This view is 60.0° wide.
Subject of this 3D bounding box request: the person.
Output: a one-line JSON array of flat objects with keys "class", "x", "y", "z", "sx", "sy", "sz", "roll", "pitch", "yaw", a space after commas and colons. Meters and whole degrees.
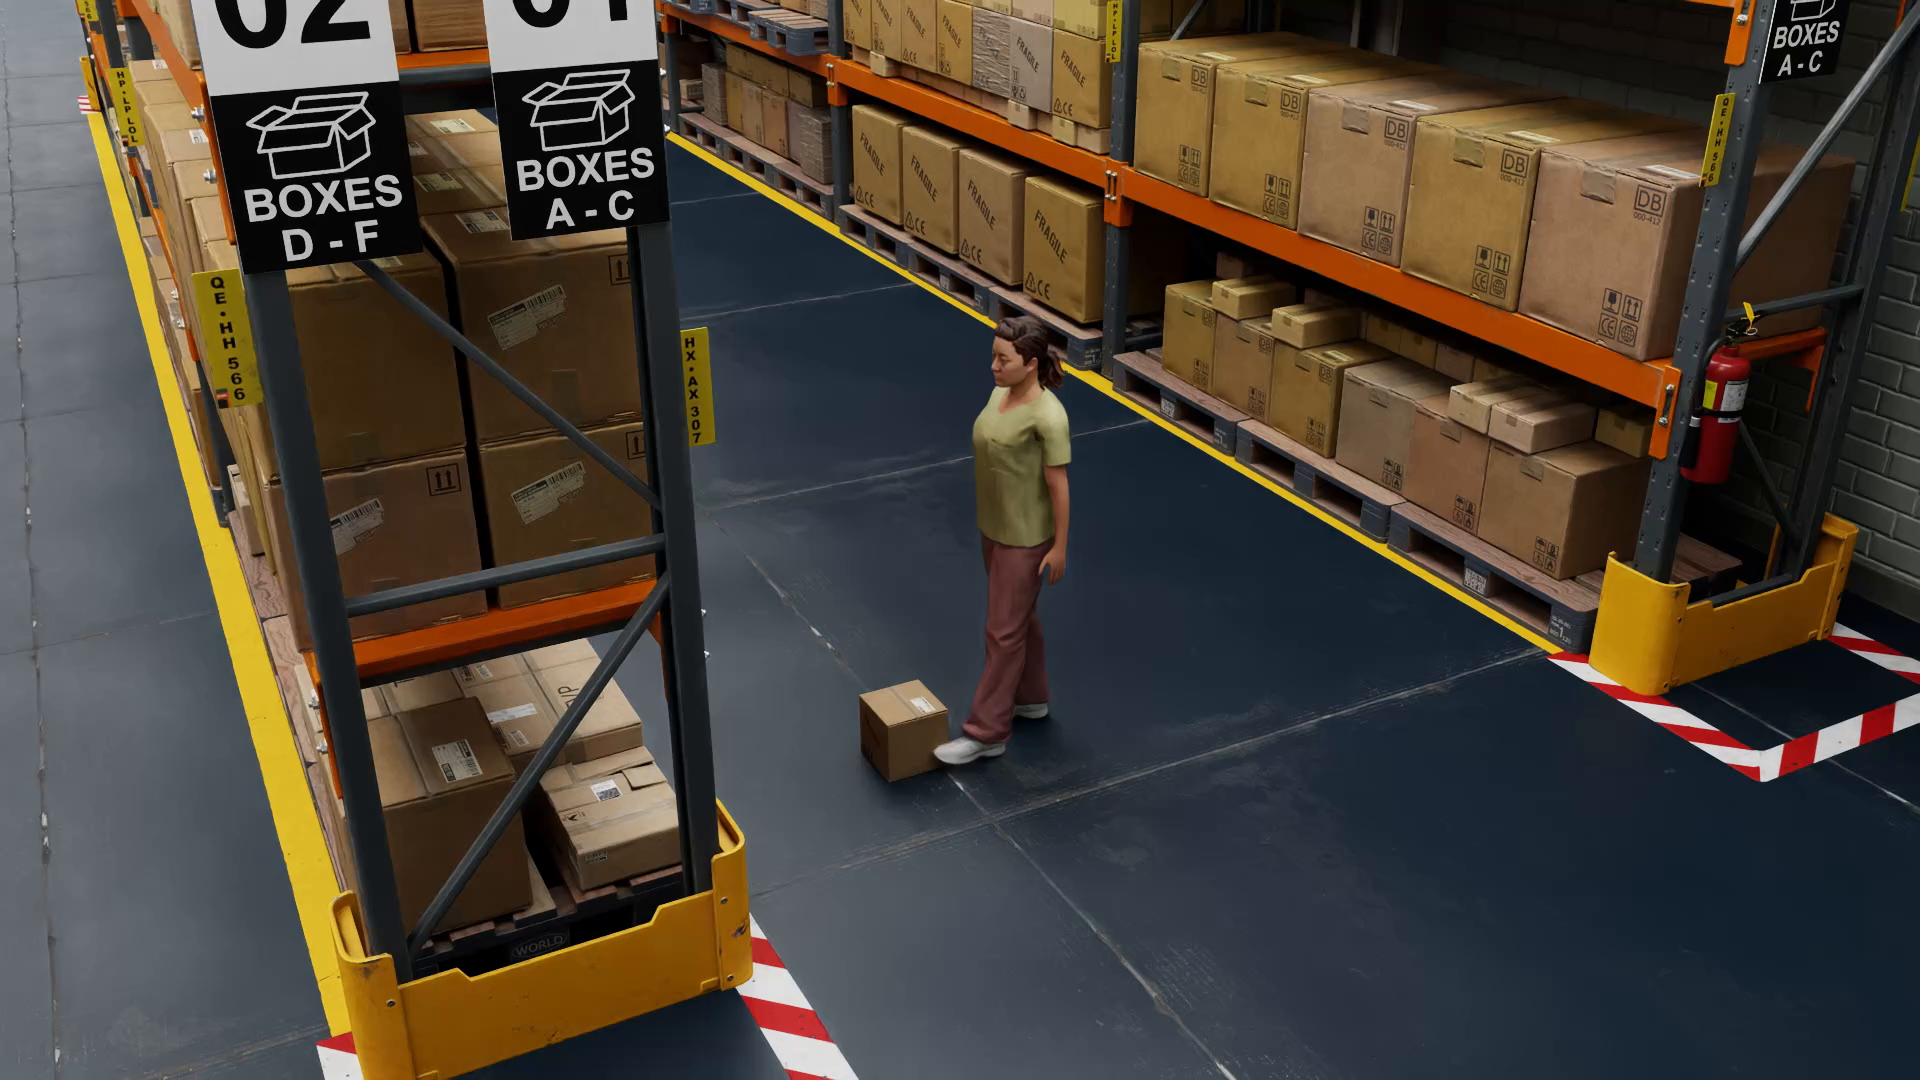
[{"class": "person", "x": 0.110, "y": 0.003, "z": 6.093, "sx": 0.600, "sy": 1.670, "sz": 0.476, "roll": -13, "pitch": 28, "yaw": -25}]
